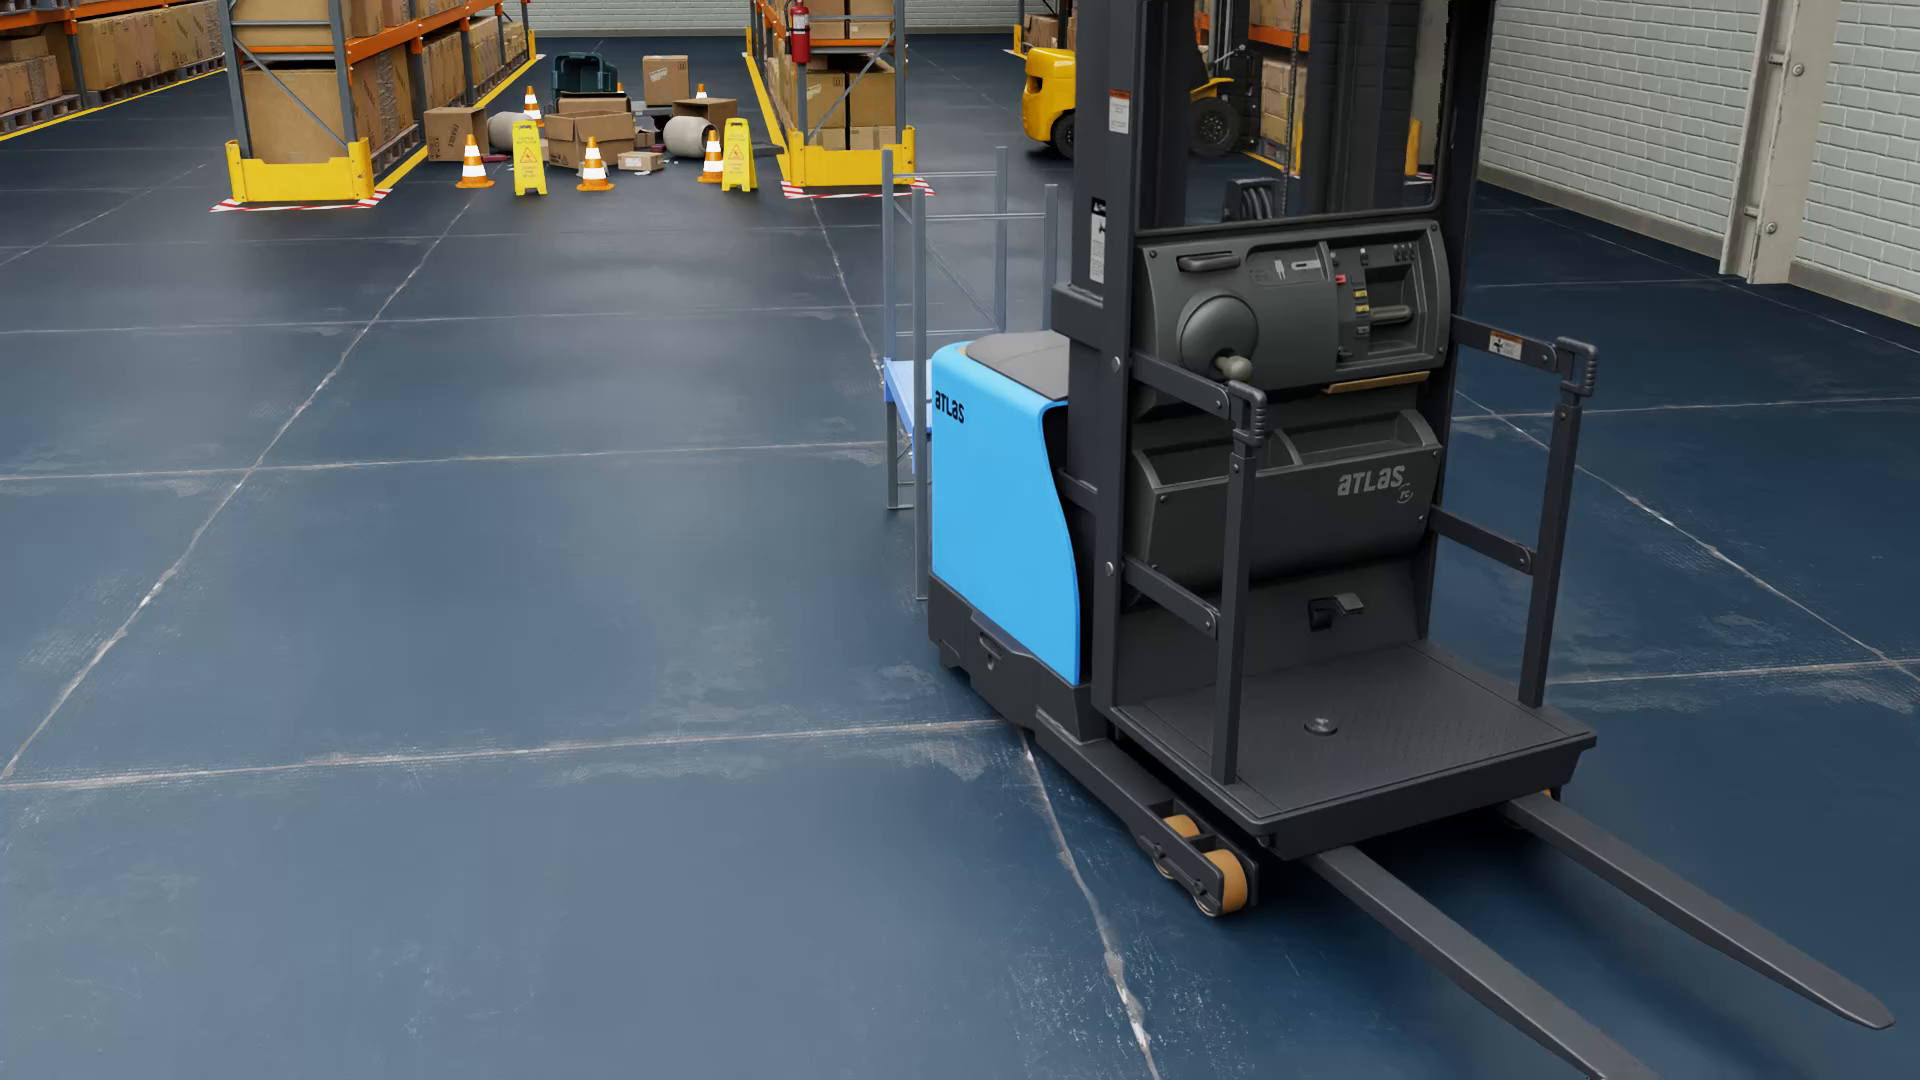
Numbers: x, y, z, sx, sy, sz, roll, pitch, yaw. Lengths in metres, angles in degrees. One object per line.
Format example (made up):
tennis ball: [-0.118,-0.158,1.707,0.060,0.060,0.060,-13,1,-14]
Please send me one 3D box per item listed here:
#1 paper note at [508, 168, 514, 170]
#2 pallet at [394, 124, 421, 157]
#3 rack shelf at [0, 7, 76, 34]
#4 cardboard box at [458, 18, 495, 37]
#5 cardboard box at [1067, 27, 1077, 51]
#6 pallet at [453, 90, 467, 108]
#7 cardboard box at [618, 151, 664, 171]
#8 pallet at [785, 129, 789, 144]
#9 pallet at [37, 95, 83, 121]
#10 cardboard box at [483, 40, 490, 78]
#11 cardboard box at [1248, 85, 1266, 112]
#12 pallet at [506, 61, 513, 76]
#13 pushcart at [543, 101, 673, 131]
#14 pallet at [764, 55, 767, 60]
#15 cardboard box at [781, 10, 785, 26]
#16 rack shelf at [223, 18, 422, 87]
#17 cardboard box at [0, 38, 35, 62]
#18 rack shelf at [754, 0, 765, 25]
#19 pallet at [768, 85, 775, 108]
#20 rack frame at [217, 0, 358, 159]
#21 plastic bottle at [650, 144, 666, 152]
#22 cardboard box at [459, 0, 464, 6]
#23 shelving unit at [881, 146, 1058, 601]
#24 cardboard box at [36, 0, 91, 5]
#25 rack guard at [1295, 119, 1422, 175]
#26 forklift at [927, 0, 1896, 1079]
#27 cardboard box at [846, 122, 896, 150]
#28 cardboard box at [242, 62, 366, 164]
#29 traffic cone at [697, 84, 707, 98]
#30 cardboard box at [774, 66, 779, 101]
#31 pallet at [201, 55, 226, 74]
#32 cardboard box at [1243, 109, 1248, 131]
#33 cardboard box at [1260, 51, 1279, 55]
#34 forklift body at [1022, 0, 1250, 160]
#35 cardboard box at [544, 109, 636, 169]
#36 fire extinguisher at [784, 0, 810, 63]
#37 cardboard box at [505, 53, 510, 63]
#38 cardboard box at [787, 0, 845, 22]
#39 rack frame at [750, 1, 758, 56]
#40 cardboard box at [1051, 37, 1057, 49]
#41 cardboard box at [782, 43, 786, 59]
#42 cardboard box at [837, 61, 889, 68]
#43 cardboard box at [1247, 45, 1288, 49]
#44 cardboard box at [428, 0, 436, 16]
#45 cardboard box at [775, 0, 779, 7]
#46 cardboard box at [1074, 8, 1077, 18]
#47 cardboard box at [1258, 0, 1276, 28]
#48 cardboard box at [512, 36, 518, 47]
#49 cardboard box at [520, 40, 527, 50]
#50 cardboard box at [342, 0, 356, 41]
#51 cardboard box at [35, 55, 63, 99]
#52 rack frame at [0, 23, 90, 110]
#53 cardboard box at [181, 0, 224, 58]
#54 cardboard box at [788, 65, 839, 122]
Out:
paper note: [-4.435,-3.717,16.627,0.144,0.017,0.142,4,21,11]
pallet: [-6.439,-4.306,17.943,1.003,0.211,1.213,-3,21,-8]
rack shelf: [-11.683,-6.020,19.575,1.077,0.370,4.000,-3,21,-8]
cardboard box: [-7.206,-7.603,24.685,0.500,0.250,0.500,-2,21,-5]
cardboard box: [2.017,-8.033,26.908,0.500,0.500,0.500,-2,21,-5]
pallet: [-7.009,-5.681,21.626,1.003,0.211,1.213,-3,21,-8]
cardboard box: [-3.199,-3.795,16.665,0.380,0.149,0.250,8,22,20]
pallet: [-1.456,-4.627,18.803,1.003,0.211,1.213,-3,21,-8]
pallet: [-11.860,-5.472,21.066,1.003,0.211,1.213,-3,21,-8]
cardboard box: [-7.052,-6.899,23.874,0.500,0.500,0.500,-3,21,-9]
cardboard box: [3.364,-4.678,17.570,0.500,0.250,0.500,-3,21,-9]
pallet: [-7.757,-7.574,26.693,1.003,0.211,1.213,-3,21,-8]
pushcart: [-3.837,-4.803,19.038,1.648,0.377,0.936,-11,23,-26]
pallet: [-2.773,-7.895,27.553,1.003,0.211,1.213,-3,21,-8]
cardboard box: [-1.685,-5.478,17.455,0.380,0.149,0.250,-3,21,-7]
rack shelf: [-6.183,-4.850,16.443,1.077,0.370,4.000,-3,21,-8]
cardboard box: [-11.758,-6.022,20.425,0.500,0.250,0.500,-1,20,-2]
rack shelf: [-2.453,-7.905,24.621,1.077,0.370,4.000,-3,21,-8]
pallet: [-2.053,-5.972,22.404,1.003,0.211,1.213,-3,21,-8]
rack frame: [-5.895,-4.495,14.463,1.000,3.000,0.127,-3,21,-8]
plastic bottle: [-3.258,-4.246,17.998,0.133,0.061,0.283,1,20,2]
cardboard box: [-6.717,-7.169,21.480,0.500,0.500,0.500,-3,21,-8]
shelving unit: [0.012,-0.673,6.375,0.538,1.500,1.048,-3,21,-8]
cardboard box: [-11.772,-7.278,21.773,0.500,0.500,0.500,-2,21,-6]
rack guard: [3.904,-3.852,16.314,1.175,0.500,0.348,-3,21,-8]
forklift: [0.980,-0.601,4.137,1.130,2.935,3.031,-9,22,-24]
cardboard box: [-0.854,-3.981,16.418,0.500,0.250,0.500,-3,21,-8]
cardboard box: [-6.058,-3.927,15.381,0.875,0.875,0.875,-3,21,-7]
traffic cone: [-3.152,-5.334,20.337,0.336,0.463,0.334,-3,21,-8]
cardboard box: [-1.875,-5.801,21.116,0.950,0.372,0.625,-2,21,-6]
pallet: [-12.759,-7.818,27.348,1.003,0.211,1.213,-3,21,-8]
cardboard box: [3.297,-4.611,18.105,0.500,0.250,0.500,-2,21,-6]
cardboard box: [3.230,-5.260,18.414,0.500,0.250,0.500,-2,21,-6]
forklift body: [1.822,-5.198,17.559,2.313,2.155,1.214,-3,21,-8]
cardboard box: [-3.770,-4.090,16.948,0.637,0.503,0.797,17,27,39]
fire extinguisher: [-1.451,-4.680,15.070,0.296,0.674,0.183,-3,21,-8]
cardboard box: [-7.359,-7.653,26.393,0.380,0.149,0.250,-4,21,-10]
cardboard box: [-1.362,-5.139,15.621,0.500,0.500,0.500,-3,21,-9]
rack frame: [-3.318,-10.319,30.057,1.000,3.000,0.127,-3,21,-8]
cardboard box: [1.748,-8.403,28.236,0.396,0.266,0.258,-2,21,-6]
cardboard box: [-1.694,-5.193,17.663,0.380,0.149,0.250,-2,21,-5]
cardboard box: [-1.002,-4.696,17.259,0.500,0.500,0.500,-3,21,-7]
cardboard box: [3.586,-5.632,19.409,0.500,0.250,0.500,-3,21,-7]
cardboard box: [-6.355,-6.297,19.145,0.500,0.500,0.500,-3,21,-7]
cardboard box: [-1.800,-6.184,18.418,0.500,0.500,0.500,-3,21,-8]
cardboard box: [2.044,-8.429,26.618,0.380,0.149,0.250,-4,21,-10]
cardboard box: [3.430,-5.592,17.259,0.500,0.500,0.500,-3,21,-9]
cardboard box: [-7.593,-8.324,27.766,0.380,0.149,0.250,-3,21,-7]
cardboard box: [-7.782,-8.640,29.036,0.380,0.149,0.250,-2,21,-6]
cardboard box: [-6.094,-4.880,15.281,0.875,0.550,0.550,-3,21,-8]
cardboard box: [-11.854,-5.853,21.045,0.700,0.500,0.500,-4,21,-11]
rack frame: [-11.971,-7.049,21.303,1.000,3.000,0.127,-3,21,-8]
cardboard box: [-12.821,-8.488,27.591,0.875,0.875,0.875,-3,21,-8]
cardboard box: [-1.463,-4.484,16.692,0.500,0.500,0.500,-2,21,-6]
